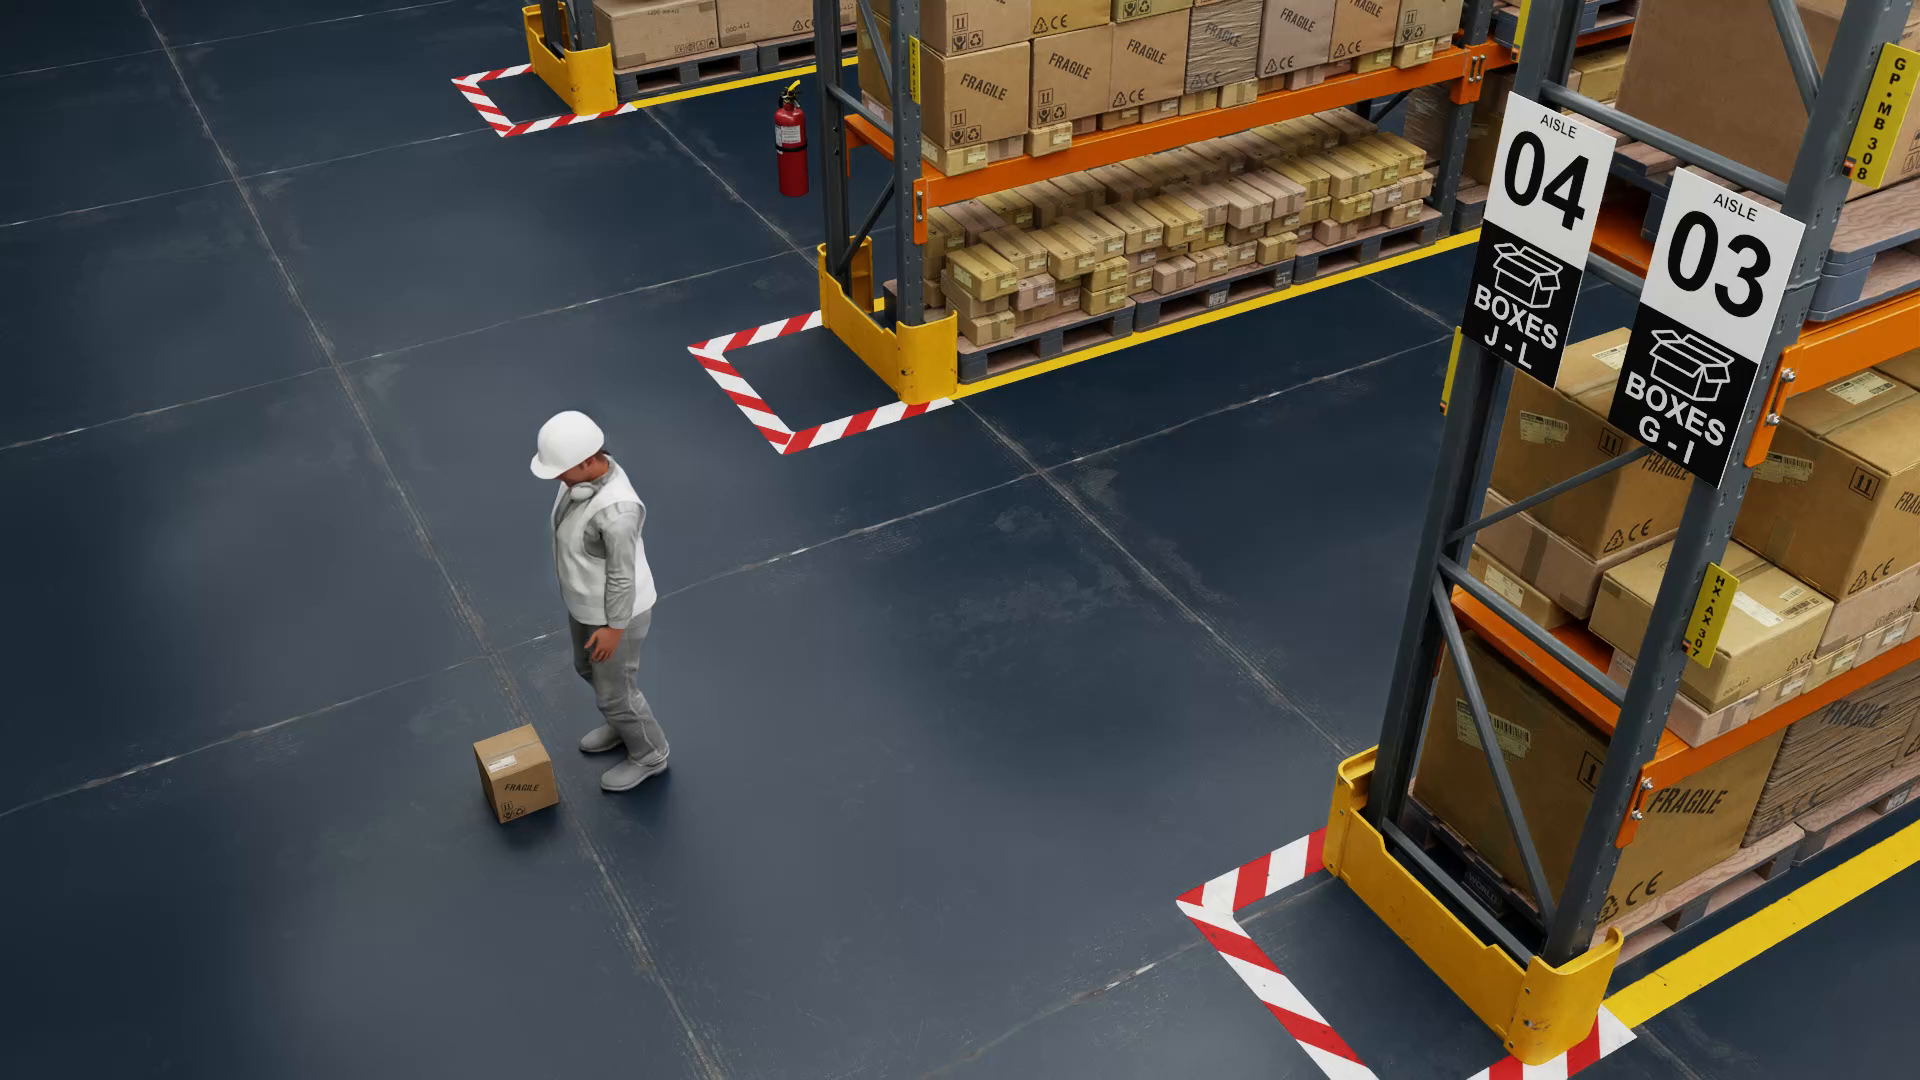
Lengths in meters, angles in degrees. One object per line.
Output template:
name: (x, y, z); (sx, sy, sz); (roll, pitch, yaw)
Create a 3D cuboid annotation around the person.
person: (-1.410, 0.240, 6.600); (0.378, 1.760, 0.538); (-18, 40, -23)
